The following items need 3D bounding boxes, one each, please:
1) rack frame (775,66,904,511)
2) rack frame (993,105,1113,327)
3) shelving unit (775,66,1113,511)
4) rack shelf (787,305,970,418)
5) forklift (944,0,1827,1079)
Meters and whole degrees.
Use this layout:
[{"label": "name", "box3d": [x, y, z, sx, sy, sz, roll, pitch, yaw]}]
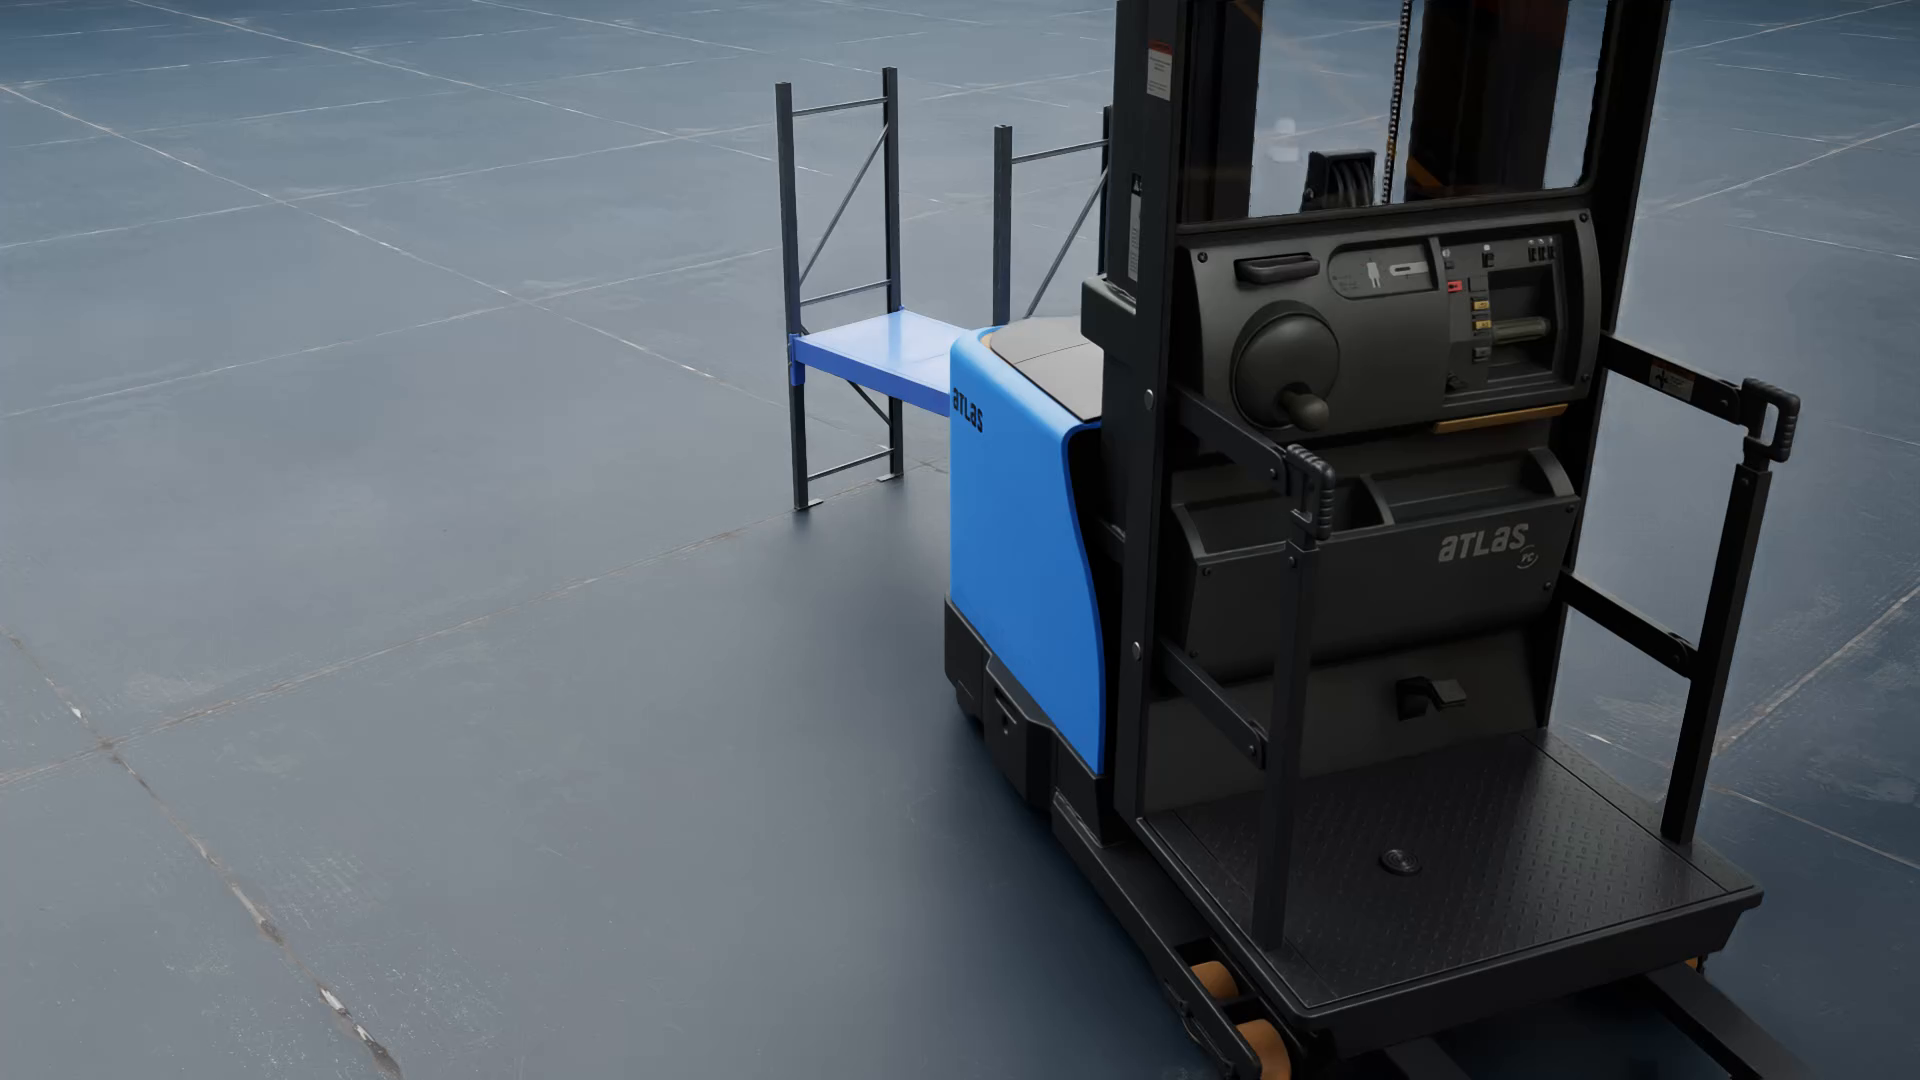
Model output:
[{"label": "rack frame", "box3d": [-0.406, -0.862, 5.833, 0.500, 1.500, 0.032, -21, 32, -38]}, {"label": "rack frame", "box3d": [0.289, -0.554, 5.158, 0.500, 1.500, 0.032, -21, 32, -38]}, {"label": "shelving unit", "box3d": [-0.058, -0.708, 5.495, 0.538, 1.500, 1.048, -21, 32, -38]}, {"label": "rack shelf", "box3d": [-0.058, -0.545, 5.570, 0.538, 0.185, 1.000, -21, 32, -38]}, {"label": "forklift", "box3d": [0.954, -0.409, 3.116, 1.130, 2.935, 3.031, -9, 26, -19]}]
